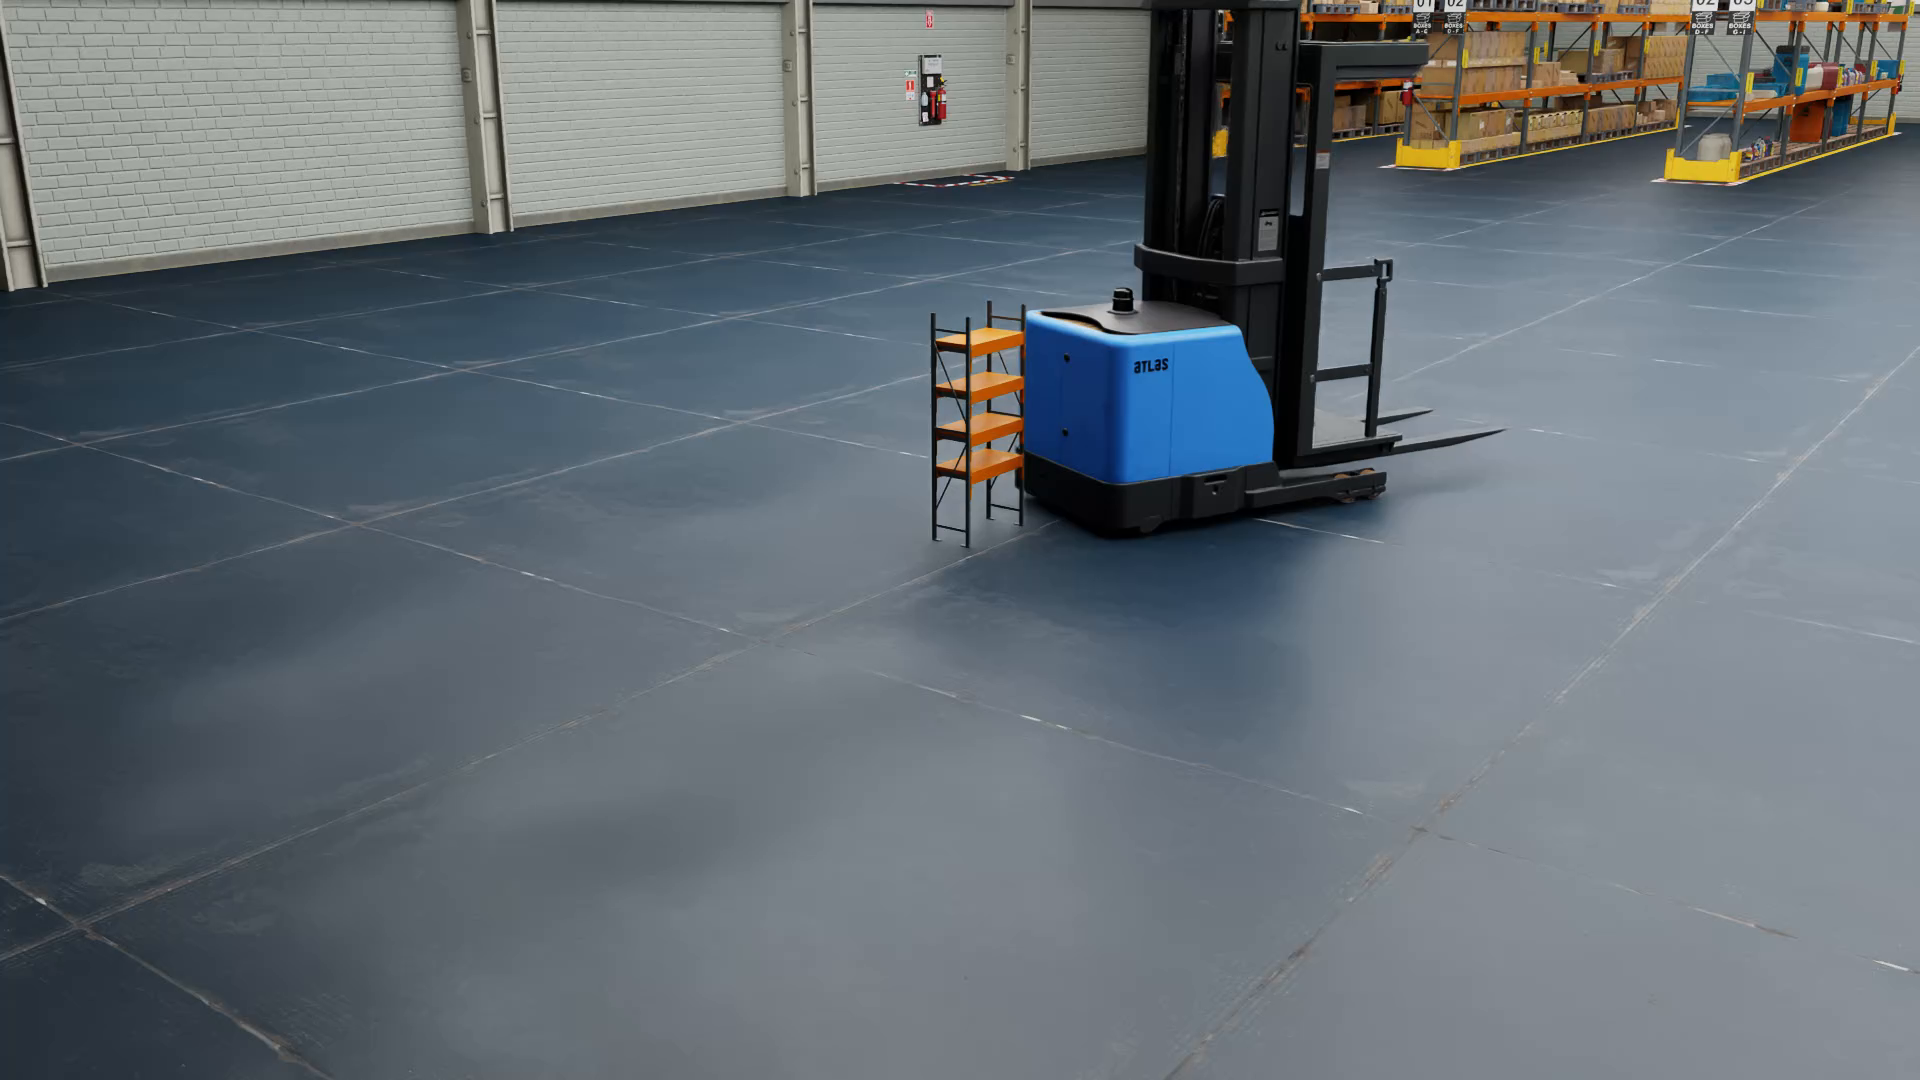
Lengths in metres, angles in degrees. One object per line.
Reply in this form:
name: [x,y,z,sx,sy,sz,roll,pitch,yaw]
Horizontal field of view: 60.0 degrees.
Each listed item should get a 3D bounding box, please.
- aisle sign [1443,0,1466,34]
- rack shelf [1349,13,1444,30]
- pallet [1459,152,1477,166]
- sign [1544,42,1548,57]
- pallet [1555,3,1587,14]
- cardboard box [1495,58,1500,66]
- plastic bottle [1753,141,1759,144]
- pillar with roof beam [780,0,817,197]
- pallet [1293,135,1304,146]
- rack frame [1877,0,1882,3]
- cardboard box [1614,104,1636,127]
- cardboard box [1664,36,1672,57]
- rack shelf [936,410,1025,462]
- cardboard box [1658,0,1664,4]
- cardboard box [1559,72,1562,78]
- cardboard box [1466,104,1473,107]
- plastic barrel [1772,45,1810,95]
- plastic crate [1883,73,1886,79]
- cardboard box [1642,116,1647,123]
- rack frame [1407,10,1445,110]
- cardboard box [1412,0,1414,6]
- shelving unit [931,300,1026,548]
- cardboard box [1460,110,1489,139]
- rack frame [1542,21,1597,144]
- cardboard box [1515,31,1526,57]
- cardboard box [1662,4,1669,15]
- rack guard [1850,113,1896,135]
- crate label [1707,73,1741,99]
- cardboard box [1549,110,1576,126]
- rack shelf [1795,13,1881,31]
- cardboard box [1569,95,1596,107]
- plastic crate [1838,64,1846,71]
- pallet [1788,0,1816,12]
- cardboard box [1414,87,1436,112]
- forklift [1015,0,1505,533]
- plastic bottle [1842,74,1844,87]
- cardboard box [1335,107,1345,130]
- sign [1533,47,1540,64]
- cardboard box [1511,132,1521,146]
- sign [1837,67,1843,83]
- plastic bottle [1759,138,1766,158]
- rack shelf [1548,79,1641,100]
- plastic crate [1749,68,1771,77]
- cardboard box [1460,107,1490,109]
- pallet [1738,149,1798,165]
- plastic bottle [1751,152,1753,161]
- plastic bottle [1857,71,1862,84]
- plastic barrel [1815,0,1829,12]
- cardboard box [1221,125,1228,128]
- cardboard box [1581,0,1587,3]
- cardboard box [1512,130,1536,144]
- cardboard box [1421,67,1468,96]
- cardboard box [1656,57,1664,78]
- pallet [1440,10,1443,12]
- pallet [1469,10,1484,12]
aisle sign: [9.110,-9.724,30.615,0.394,0.787,0.004,12,21,35]
rack shelf: [10.881,-12.897,41.373,1.077,0.370,4.000,12,21,35]
pallet: [9.326,-7.410,32.250,1.003,0.211,1.213,12,21,35]
sign: [13.229,-11.066,37.503,0.100,0.325,0.005,12,21,35]
pallet: [12.674,-11.356,35.514,1.003,0.211,1.213,14,22,37]
cardboard box: [10.383,-9.394,32.674,0.380,0.149,0.250,13,22,36]
plastic bottle: [14.862,-7.308,31.071,0.152,0.276,0.135,12,21,35]
pillar with roof beam: [0.953,-8.992,22.528,9.100,9.000,0.400,12,21,35]
pallet: [6.935,-8.881,36.988,1.003,0.211,1.213,12,21,35]
rack frame: [20.029,-13.399,36.718,1.000,3.000,0.127,12,21,35]
cardboard box: [15.990,-10.259,40.193,0.500,0.500,0.500,12,21,34]
cardboard box: [17.481,-12.367,41.654,0.500,0.500,0.500,13,22,36]
rack shelf: [0.099,-0.548,8.713,0.258,0.148,0.480,12,21,35]
cardboard box: [16.839,-13.201,40.549,0.500,0.250,0.500,12,21,35]
cardboard box: [12.982,-10.236,36.799,0.500,0.311,0.500,12,21,34]
cardboard box: [13.522,-11.821,45.258,0.700,0.500,0.500,12,21,33]
plastic barrel: [15.736,-8.907,31.522,0.600,0.901,0.708,12,21,35]
plastic crate: [21.888,-11.097,39.764,0.396,0.136,0.243,12,21,35]
cardboard box: [16.985,-10.537,41.652,0.380,0.166,0.250,12,21,35]
rack frame: [12.073,-12.285,43.245,1.000,3.000,0.127,12,21,35]
cardboard box: [11.181,-13.641,41.644,0.700,0.500,0.500,12,21,34]
shelving unit: [0.099,-0.612,8.693,0.258,1.200,0.503,12,21,35]
cardboard box: [9.986,-8.127,32.520,0.500,0.500,0.500,12,21,35]
rack frame: [13.670,-10.458,37.362,1.000,3.000,0.127,12,21,35]
cardboard box: [11.028,-10.065,33.742,0.700,0.500,0.500,13,21,35]
cardboard box: [17.142,-13.081,41.003,0.500,0.250,0.500,12,21,35]
rack guard: [22.417,-10.301,41.072,1.175,0.500,0.348,12,21,35]
crate label: [13.759,-8.179,29.965,0.502,0.435,0.616,12,21,35]
cardboard box: [13.252,-9.320,36.680,0.500,0.311,0.500,12,21,34]
rack shelf: [18.838,-11.147,35.736,1.077,0.370,4.000,12,21,35]
cardboard box: [14.675,-10.355,39.239,0.500,0.250,0.500,12,21,34]
plastic crate: [20.034,-10.727,38.154,0.392,0.384,0.575,12,21,35]
pallet: [14.911,-9.782,30.446,1.213,0.211,1.003,12,21,35]
cardboard box: [11.790,-11.281,42.929,0.750,0.750,0.750,13,21,35]
forklift: [1.852,-1.732,9.379,3.031,2.935,1.130,-9,20,-28]
plastic bottle: [18.805,-9.809,35.489,0.097,0.271,0.097,0,17,0]
cardboard box: [8.629,-9.942,39.175,0.700,0.500,0.500,12,21,34]
sign: [11.734,-9.858,33.839,0.100,0.325,0.005,12,21,35]
cardboard box: [11.186,-8.243,34.159,0.500,0.250,0.500,12,21,35]
sign: [18.092,-9.564,34.208,0.100,0.325,0.005,12,21,35]
plastic bottle: [14.804,-7.247,30.747,0.144,0.351,0.185,12,21,34]
rack shelf: [14.862,-10.590,39.002,1.077,0.370,4.000,12,21,35]
plastic crate: [15.306,-8.829,32.008,0.402,0.464,0.583,12,21,35]
cardboard box: [10.468,-8.575,33.962,0.500,0.500,0.500,12,21,35]
pallet: [15.700,-7.491,32.510,1.003,0.211,1.213,12,21,35]
plastic bottle: [14.272,-6.951,30.047,0.097,0.201,0.097,0,17,0]
plastic bottle: [20.054,-10.324,37.140,0.152,0.276,0.135,12,21,35]
plastic barrel: [17.076,-10.604,33.007,0.301,0.262,0.301,0,17,0]
cardboard box: [5.747,-8.637,35.292,0.500,0.311,0.500,15,22,39]
cardboard box: [13.445,-11.901,36.497,0.500,0.250,0.500,11,20,31]
cardboard box: [11.726,-8.445,34.807,0.500,0.250,0.500,12,21,33]
cardboard box: [9.192,-8.709,31.562,0.700,0.500,0.500,12,21,35]
cardboard box: [17.179,-11.773,41.427,0.500,0.500,0.500,12,21,34]
pallet: [12.569,-13.868,43.435,1.003,0.211,1.213,12,21,35]
pallet: [13.296,-14.157,44.367,1.003,0.211,1.213,12,21,35]
